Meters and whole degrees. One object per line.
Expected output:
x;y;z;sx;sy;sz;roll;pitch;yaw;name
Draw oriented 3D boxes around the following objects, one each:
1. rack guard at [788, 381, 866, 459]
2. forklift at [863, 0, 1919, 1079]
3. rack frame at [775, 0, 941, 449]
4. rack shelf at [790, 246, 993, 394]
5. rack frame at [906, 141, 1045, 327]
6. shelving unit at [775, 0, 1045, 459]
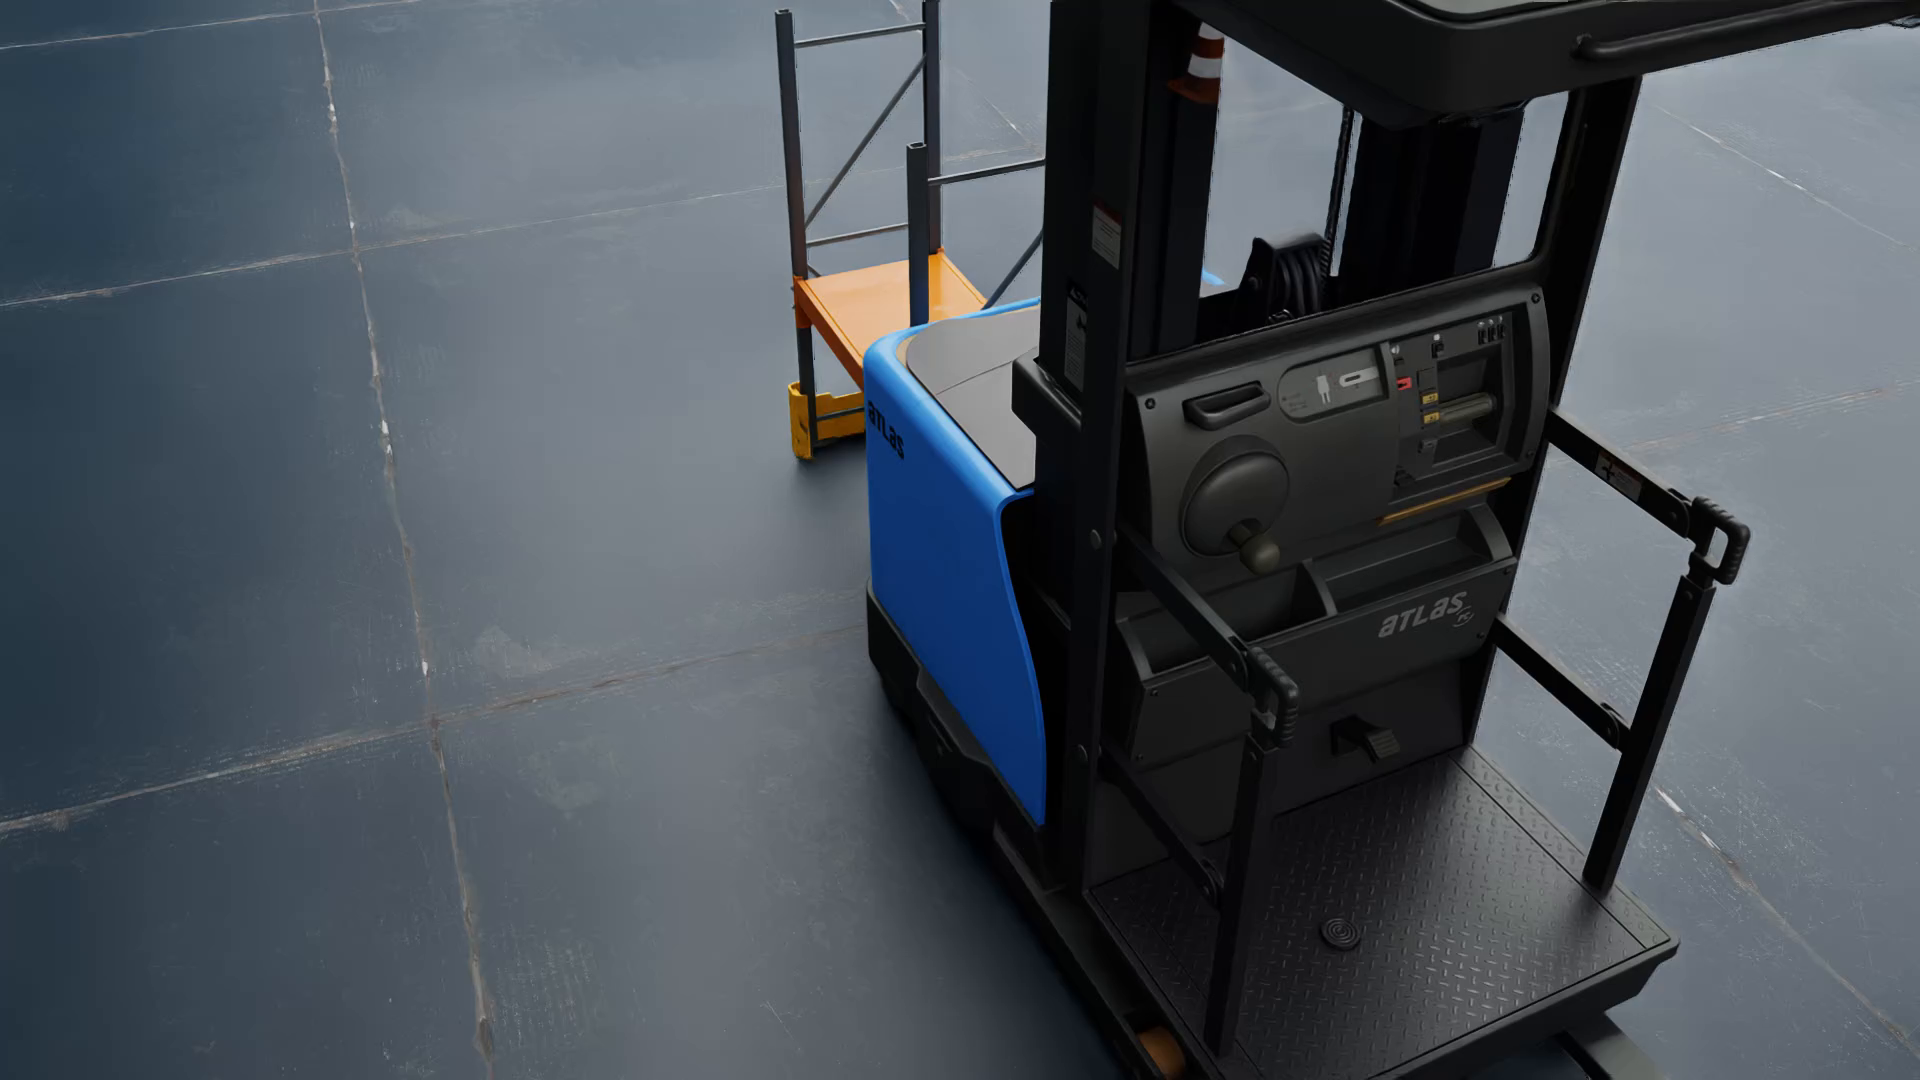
-0.290;-0.463;5.657;0.587;0.250;0.087;-15;39;-18;rack guard
0.840;-0.147;3.009;1.130;2.935;3.031;-16;40;-20;forklift
-0.298;-0.973;5.295;0.500;1.500;0.032;-15;39;-18;rack frame
-0.096;-0.548;5.030;0.538;0.185;1.000;-15;39;-18;rack shelf
0.105;-0.411;4.549;0.500;1.500;0.032;-15;39;-18;rack frame
-0.093;-0.687;4.916;0.587;1.500;1.083;-15;39;-18;shelving unit
